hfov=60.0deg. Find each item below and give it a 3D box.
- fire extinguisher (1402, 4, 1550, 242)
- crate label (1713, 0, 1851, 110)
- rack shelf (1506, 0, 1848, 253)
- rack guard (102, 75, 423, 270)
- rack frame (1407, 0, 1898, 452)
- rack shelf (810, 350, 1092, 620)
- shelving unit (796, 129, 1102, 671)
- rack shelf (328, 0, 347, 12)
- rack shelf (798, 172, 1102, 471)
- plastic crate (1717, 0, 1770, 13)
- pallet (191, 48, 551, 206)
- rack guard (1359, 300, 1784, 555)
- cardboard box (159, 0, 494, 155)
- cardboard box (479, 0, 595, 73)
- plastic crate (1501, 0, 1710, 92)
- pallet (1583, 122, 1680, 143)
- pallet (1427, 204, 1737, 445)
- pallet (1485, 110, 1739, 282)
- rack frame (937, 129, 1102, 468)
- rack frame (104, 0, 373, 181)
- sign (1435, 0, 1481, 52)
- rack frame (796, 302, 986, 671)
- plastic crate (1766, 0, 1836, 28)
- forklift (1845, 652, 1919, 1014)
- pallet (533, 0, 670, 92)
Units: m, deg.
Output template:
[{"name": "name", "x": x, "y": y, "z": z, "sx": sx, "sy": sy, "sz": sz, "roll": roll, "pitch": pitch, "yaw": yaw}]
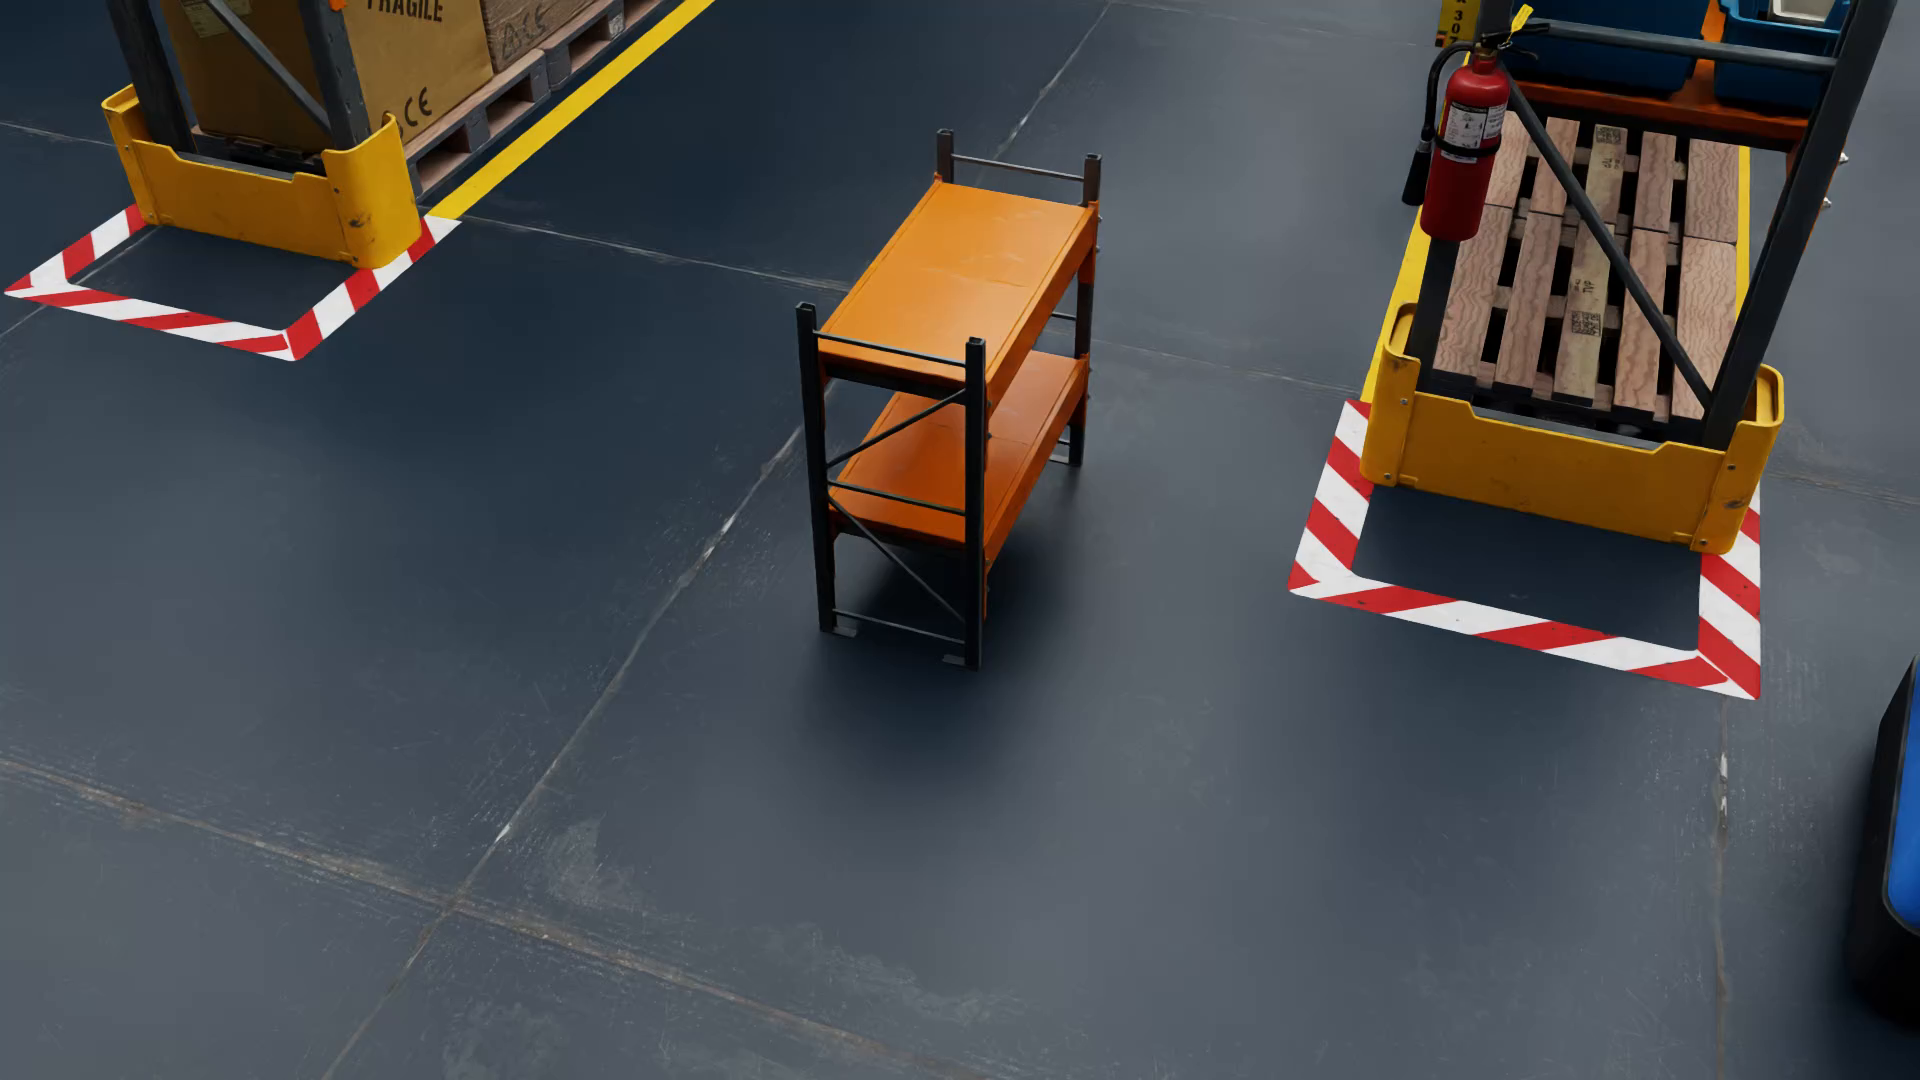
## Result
[{"name": "fire extinguisher", "x": 1.432, "y": -1.171, "z": 4.658, "sx": 0.296, "sy": 0.674, "sz": 0.183, "roll": 13, "pitch": 42, "yaw": 15}, {"name": "crate label", "x": 2.304, "y": -1.370, "z": 4.628, "sx": 0.416, "sy": 0.233, "sz": 0.303, "roll": 13, "pitch": 42, "yaw": 15}, {"name": "rack shelf", "x": 2.595, "y": -2.280, "z": 6.165, "sx": 1.077, "sy": 0.370, "sz": 4.000, "roll": 13, "pitch": 42, "yaw": 15}, {"name": "rack guard", "x": -2.752, "y": -1.467, "z": 6.585, "sx": 1.175, "sy": 0.500, "sz": 0.348, "roll": 13, "pitch": 42, "yaw": 15}, {"name": "rack frame", "x": 1.911, "y": -1.334, "z": 4.502, "sx": 1.000, "sy": 3.000, "sz": 0.127, "roll": 13, "pitch": 42, "yaw": 15}, {"name": "rack shelf", "x": -0.002, "y": -0.238, "z": 5.039, "sx": 0.538, "sy": 0.278, "sz": 1.000, "roll": 13, "pitch": 42, "yaw": 15}, {"name": "shelving unit", "x": -0.002, "y": -0.424, "z": 4.880, "sx": 0.538, "sy": 1.125, "sz": 1.048, "roll": 13, "pitch": 42, "yaw": 15}, {"name": "rack shelf", "x": -2.060, "y": -3.379, "z": 7.454, "sx": 1.077, "sy": 0.370, "sz": 4.000, "roll": 13, "pitch": 42, "yaw": 15}, {"name": "rack shelf", "x": -0.002, "y": -0.646, "z": 4.690, "sx": 0.538, "sy": 0.278, "sz": 1.000, "roll": 13, "pitch": 42, "yaw": 15}, {"name": "plastic crate", "x": 2.530, "y": -1.772, "z": 5.098, "sx": 0.416, "sy": 0.233, "sz": 0.300, "roll": 13, "pitch": 42, "yaw": 15}, {"name": "pallet", "x": -2.544, "y": -1.877, "z": 7.287, "sx": 1.003, "sy": 0.211, "sz": 1.213, "roll": 13, "pitch": 42, "yaw": 15}, {"name": "rack guard", "x": 1.915, "y": -0.365, "z": 5.293, "sx": 1.175, "sy": 0.500, "sz": 0.348, "roll": 13, "pitch": 42, "yaw": 15}, {"name": "cardboard box", "x": -2.600, "y": -2.192, "z": 6.822, "sx": 0.875, "sy": 0.875, "sz": 0.875, "roll": 13, "pitch": 42, "yaw": 15}, {"name": "cardboard box", "x": -2.289, "y": -2.747, "z": 7.473, "sx": 0.875, "sy": 0.875, "sz": 0.875, "roll": 13, "pitch": 42, "yaw": 15}, {"name": "plastic crate", "x": 1.850, "y": -1.615, "z": 4.759, "sx": 0.616, "sy": 0.435, "sz": 0.499, "roll": 13, "pitch": 42, "yaw": 15}, {"name": "pallet", "x": 3.063, "y": -2.255, "z": 7.731, "sx": 1.003, "sy": 0.211, "sz": 1.213, "roll": 13, "pitch": 42, "yaw": 15}, {"name": "pallet", "x": 2.229, "y": -0.767, "z": 5.986, "sx": 1.003, "sy": 0.211, "sz": 1.213, "roll": 13, "pitch": 42, "yaw": 15}, {"name": "pallet", "x": 2.648, "y": -1.509, "z": 6.856, "sx": 1.003, "sy": 0.211, "sz": 1.213, "roll": 13, "pitch": 42, "yaw": 15}, {"name": "rack frame", "x": 0.172, "y": -0.734, "z": 5.243, "sx": 0.500, "sy": 1.125, "sz": 0.032, "roll": 13, "pitch": 42, "yaw": 15}, {"name": "rack frame", "x": -2.744, "y": -2.433, "z": 5.790, "sx": 1.000, "sy": 3.000, "sz": 0.127, "roll": 13, "pitch": 42, "yaw": 15}, {"name": "sign", "x": 1.388, "y": -1.508, "z": 4.580, "sx": 0.100, "sy": 0.325, "sz": 0.005, "roll": 13, "pitch": 42, "yaw": 15}, {"name": "rack frame", "x": -0.176, "y": -0.114, "z": 4.517, "sx": 0.500, "sy": 1.125, "sz": 0.032, "roll": 13, "pitch": 42, "yaw": 15}, {"name": "plastic crate", "x": 2.492, "y": -1.511, "z": 4.867, "sx": 0.250, "sy": 0.136, "sz": 0.298, "roll": 13, "pitch": 42, "yaw": 15}, {"name": "forklift", "x": 3.656, "y": 0.146, "z": 2.821, "sx": 3.031, "sy": 2.935, "sz": 1.130, "roll": 19, "pitch": 44, "yaw": 21}, {"name": "pallet", "x": -2.125, "y": -2.619, "z": 8.157, "sx": 1.003, "sy": 0.211, "sz": 1.213, "roll": 13, "pitch": 42, "yaw": 15}]
